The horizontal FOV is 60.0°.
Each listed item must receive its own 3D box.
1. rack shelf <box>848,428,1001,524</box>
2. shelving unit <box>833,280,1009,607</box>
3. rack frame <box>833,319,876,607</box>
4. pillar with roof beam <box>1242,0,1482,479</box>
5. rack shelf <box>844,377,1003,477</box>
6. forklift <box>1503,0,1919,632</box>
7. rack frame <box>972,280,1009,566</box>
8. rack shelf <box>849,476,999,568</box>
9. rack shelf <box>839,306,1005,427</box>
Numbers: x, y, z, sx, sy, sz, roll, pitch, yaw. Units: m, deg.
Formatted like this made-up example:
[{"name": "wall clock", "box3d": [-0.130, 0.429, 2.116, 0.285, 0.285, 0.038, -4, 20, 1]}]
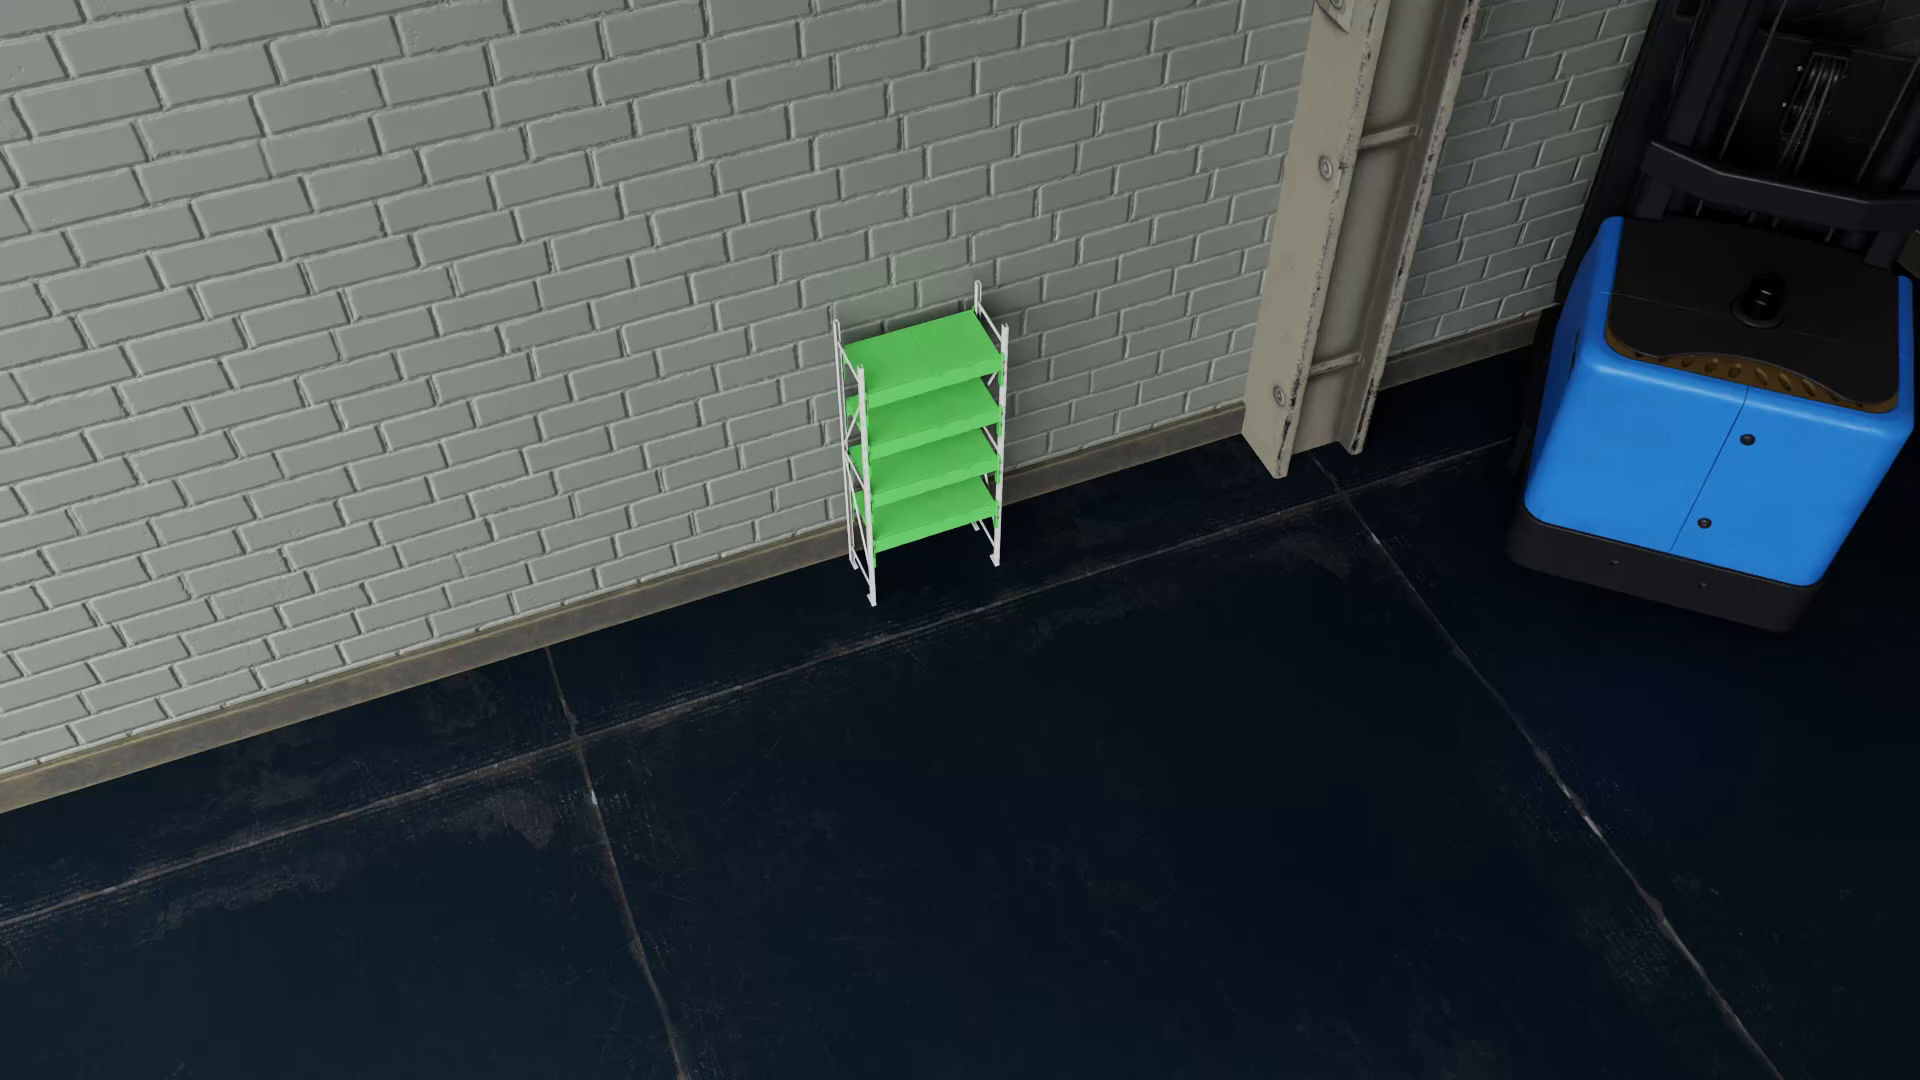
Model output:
[{"name": "rack shelf", "box3d": [-0.129, -0.260, 5.763, 0.480, 0.148, 0.258, -18, 53, -15]}, {"name": "shelving unit", "box3d": [-0.128, -0.301, 5.714, 0.503, 1.200, 0.258, -18, 53, -15]}, {"name": "rack frame", "box3d": [-0.353, -0.229, 5.652, 0.015, 1.200, 0.240, -18, 53, -15]}, {"name": "pillar with roof beam", "box3d": [2.976, -0.309, 0.584, 0.400, 9.000, 9.100, -17, 52, -14]}, {"name": "rack shelf", "box3d": [-0.127, -0.413, 5.578, 0.480, 0.148, 0.258, -18, 53, -15]}, {"name": "forklift", "box3d": [2.983, -1.776, 5.843, 1.130, 2.935, 3.031, 15, 51, 13]}, {"name": "rack frame", "box3d": [0.097, -0.372, 5.775, 0.015, 1.200, 0.240, -18, 53, -15]}, {"name": "rack shelf", "box3d": [-0.130, -0.107, 5.948, 0.480, 0.148, 0.258, -18, 53, -15]}, {"name": "rack shelf", "box3d": [-0.125, -0.566, 5.394, 0.480, 0.148, 0.258, -18, 53, -15]}]
